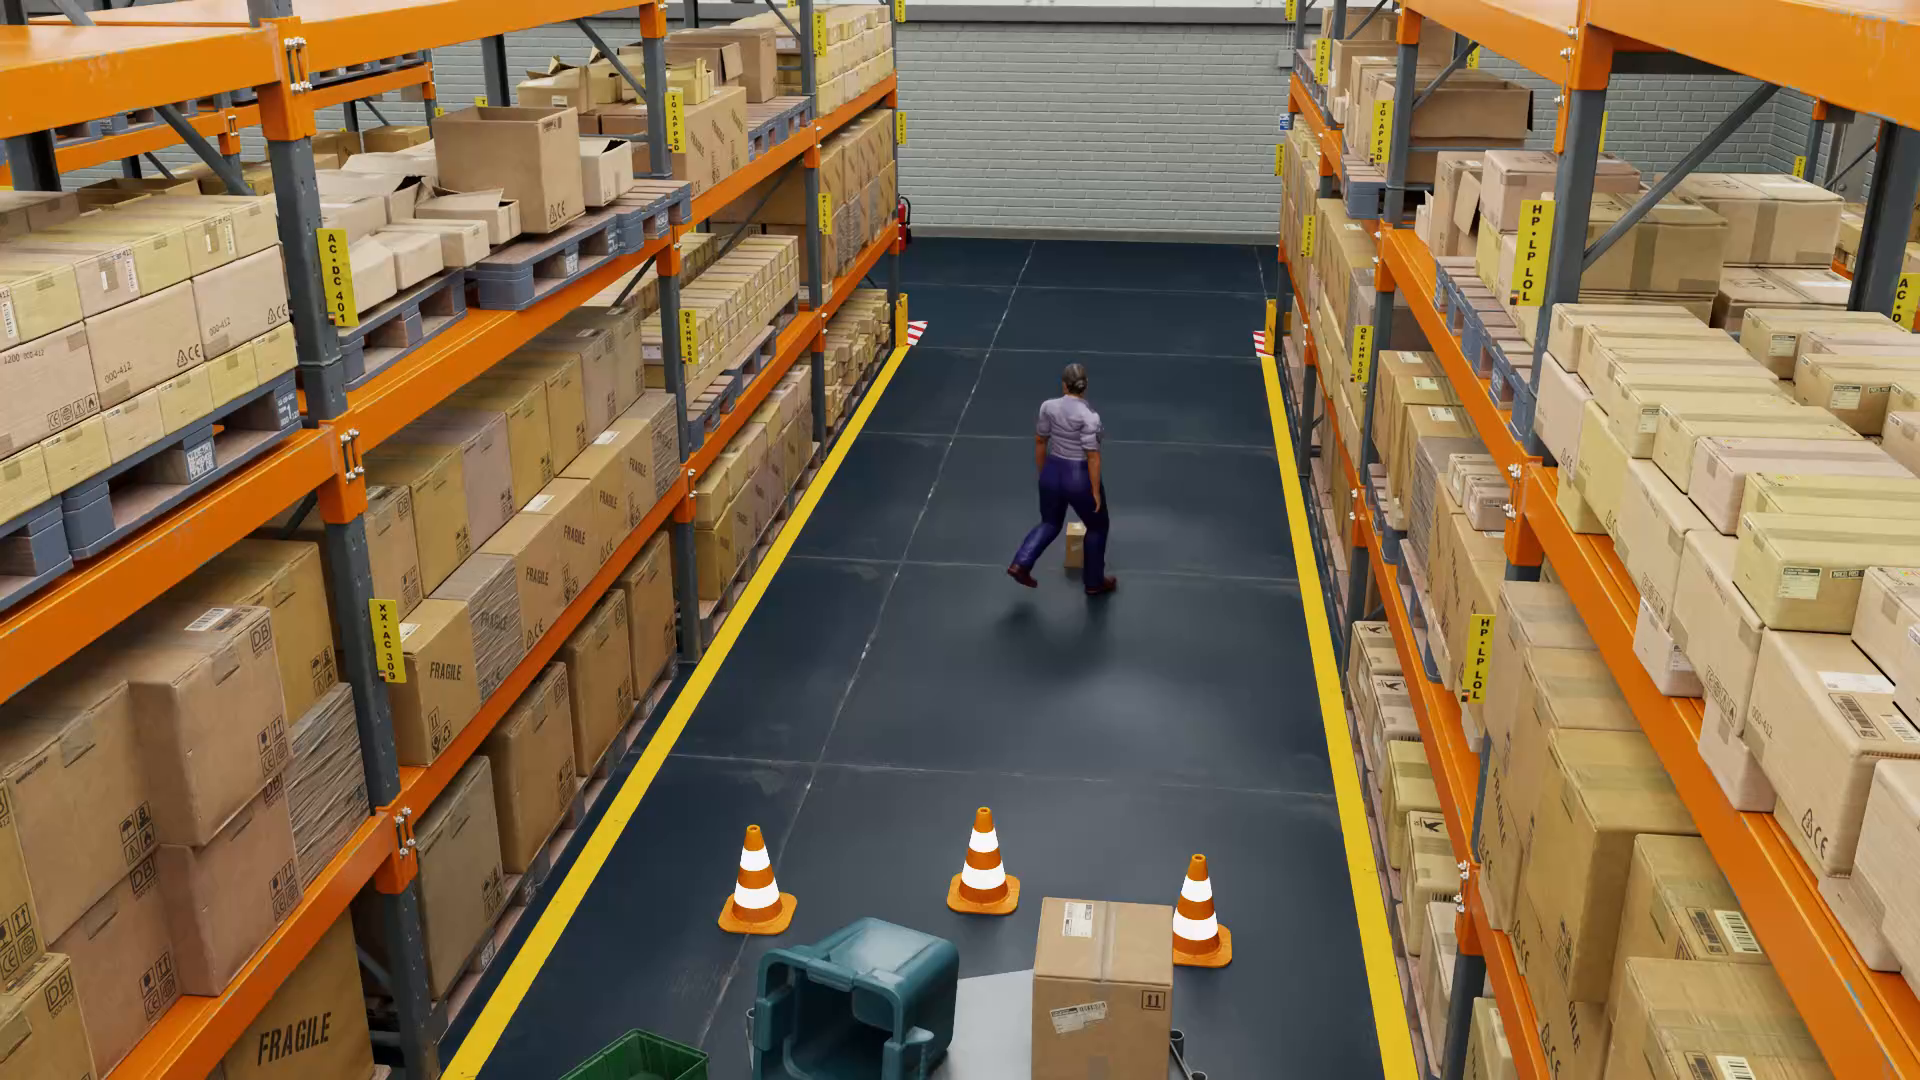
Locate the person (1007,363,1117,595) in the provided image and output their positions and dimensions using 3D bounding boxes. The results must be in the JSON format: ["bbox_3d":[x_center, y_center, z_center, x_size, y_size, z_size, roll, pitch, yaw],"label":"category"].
[{"bbox_3d":[0.723,-0.379,11.084,0.509,1.603,0.767,16,26,35],"label":"person"}]
